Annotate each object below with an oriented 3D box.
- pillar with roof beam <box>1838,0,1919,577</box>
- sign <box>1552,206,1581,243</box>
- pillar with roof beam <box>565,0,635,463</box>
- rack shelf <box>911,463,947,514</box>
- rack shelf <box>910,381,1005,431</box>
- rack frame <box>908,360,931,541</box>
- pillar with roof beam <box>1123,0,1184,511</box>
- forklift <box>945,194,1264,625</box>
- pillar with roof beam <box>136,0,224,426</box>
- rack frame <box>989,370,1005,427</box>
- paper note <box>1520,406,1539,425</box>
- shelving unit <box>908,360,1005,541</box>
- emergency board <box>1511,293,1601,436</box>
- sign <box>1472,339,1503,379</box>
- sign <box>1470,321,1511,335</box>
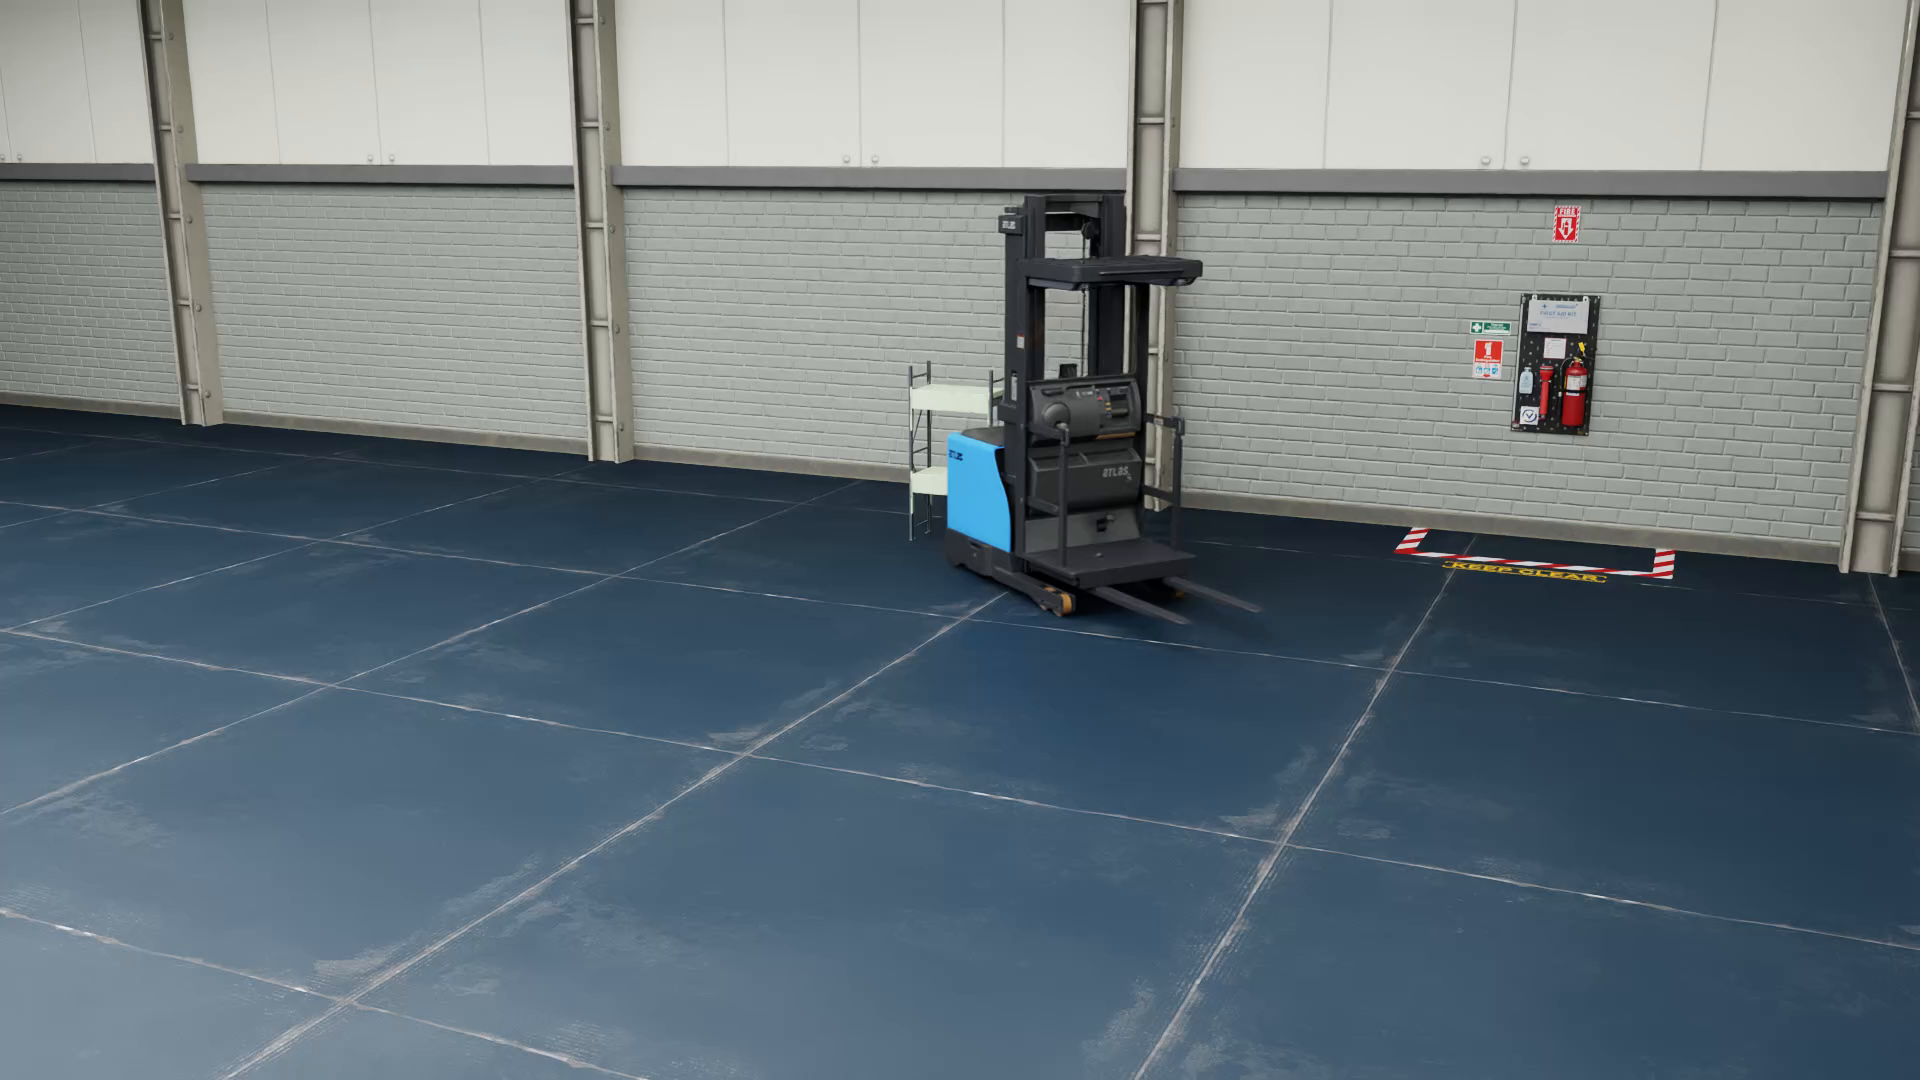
[{"bbox_3d":[5.470,-3.240,8.364,0.400,9.000,9.100,6,14,23],"label":"pillar with roof beam"},{"bbox_3d":[5.002,-2.605,13.717,0.199,0.298,0.001,6,14,23],"label":"sign"},{"bbox_3d":[-5.502,-4.350,13.096,0.400,9.000,9.100,6,14,23],"label":"pillar with roof beam"},{"bbox_3d":[-0.006,-0.413,14.161,0.720,0.370,0.431,6,14,23],"label":"rack shelf"},{"bbox_3d":[-0.006,-1.111,13.997,0.720,0.370,0.431,6,14,23],"label":"rack shelf"},{"bbox_3d":[-0.341,-0.765,14.230,0.023,1.500,0.400,6,14,23],"label":"rack frame"},{"bbox_3d":[-0.016,-3.795,10.730,0.400,9.000,9.100,6,14,23],"label":"pillar with roof beam"},{"bbox_3d":[1.034,-0.997,12.088,1.130,2.935,3.031,-7,15,-28],"label":"forklift"},{"bbox_3d":[-10.988,-4.906,15.462,0.400,9.000,9.100,6,14,23],"label":"pillar with roof beam"},{"bbox_3d":[0.329,-0.697,13.942,0.023,1.500,0.400,6,14,23],"label":"rack frame"},{"bbox_3d":[4.835,-1.057,14.122,0.142,0.148,0.016,6,14,23],"label":"paper note"},{"bbox_3d":[-0.006,-0.731,14.086,0.755,1.500,0.431,6,14,23],"label":"shelving unit"},{"bbox_3d":[4.969,-1.455,13.890,0.643,1.169,0.194,6,14,23],"label":"emergency board"},{"bbox_3d":[4.506,-1.545,14.196,0.234,0.329,0.001,6,14,23],"label":"sign"},{"bbox_3d":[4.506,-1.801,14.126,0.331,0.109,0.001,6,14,23],"label":"sign"}]
